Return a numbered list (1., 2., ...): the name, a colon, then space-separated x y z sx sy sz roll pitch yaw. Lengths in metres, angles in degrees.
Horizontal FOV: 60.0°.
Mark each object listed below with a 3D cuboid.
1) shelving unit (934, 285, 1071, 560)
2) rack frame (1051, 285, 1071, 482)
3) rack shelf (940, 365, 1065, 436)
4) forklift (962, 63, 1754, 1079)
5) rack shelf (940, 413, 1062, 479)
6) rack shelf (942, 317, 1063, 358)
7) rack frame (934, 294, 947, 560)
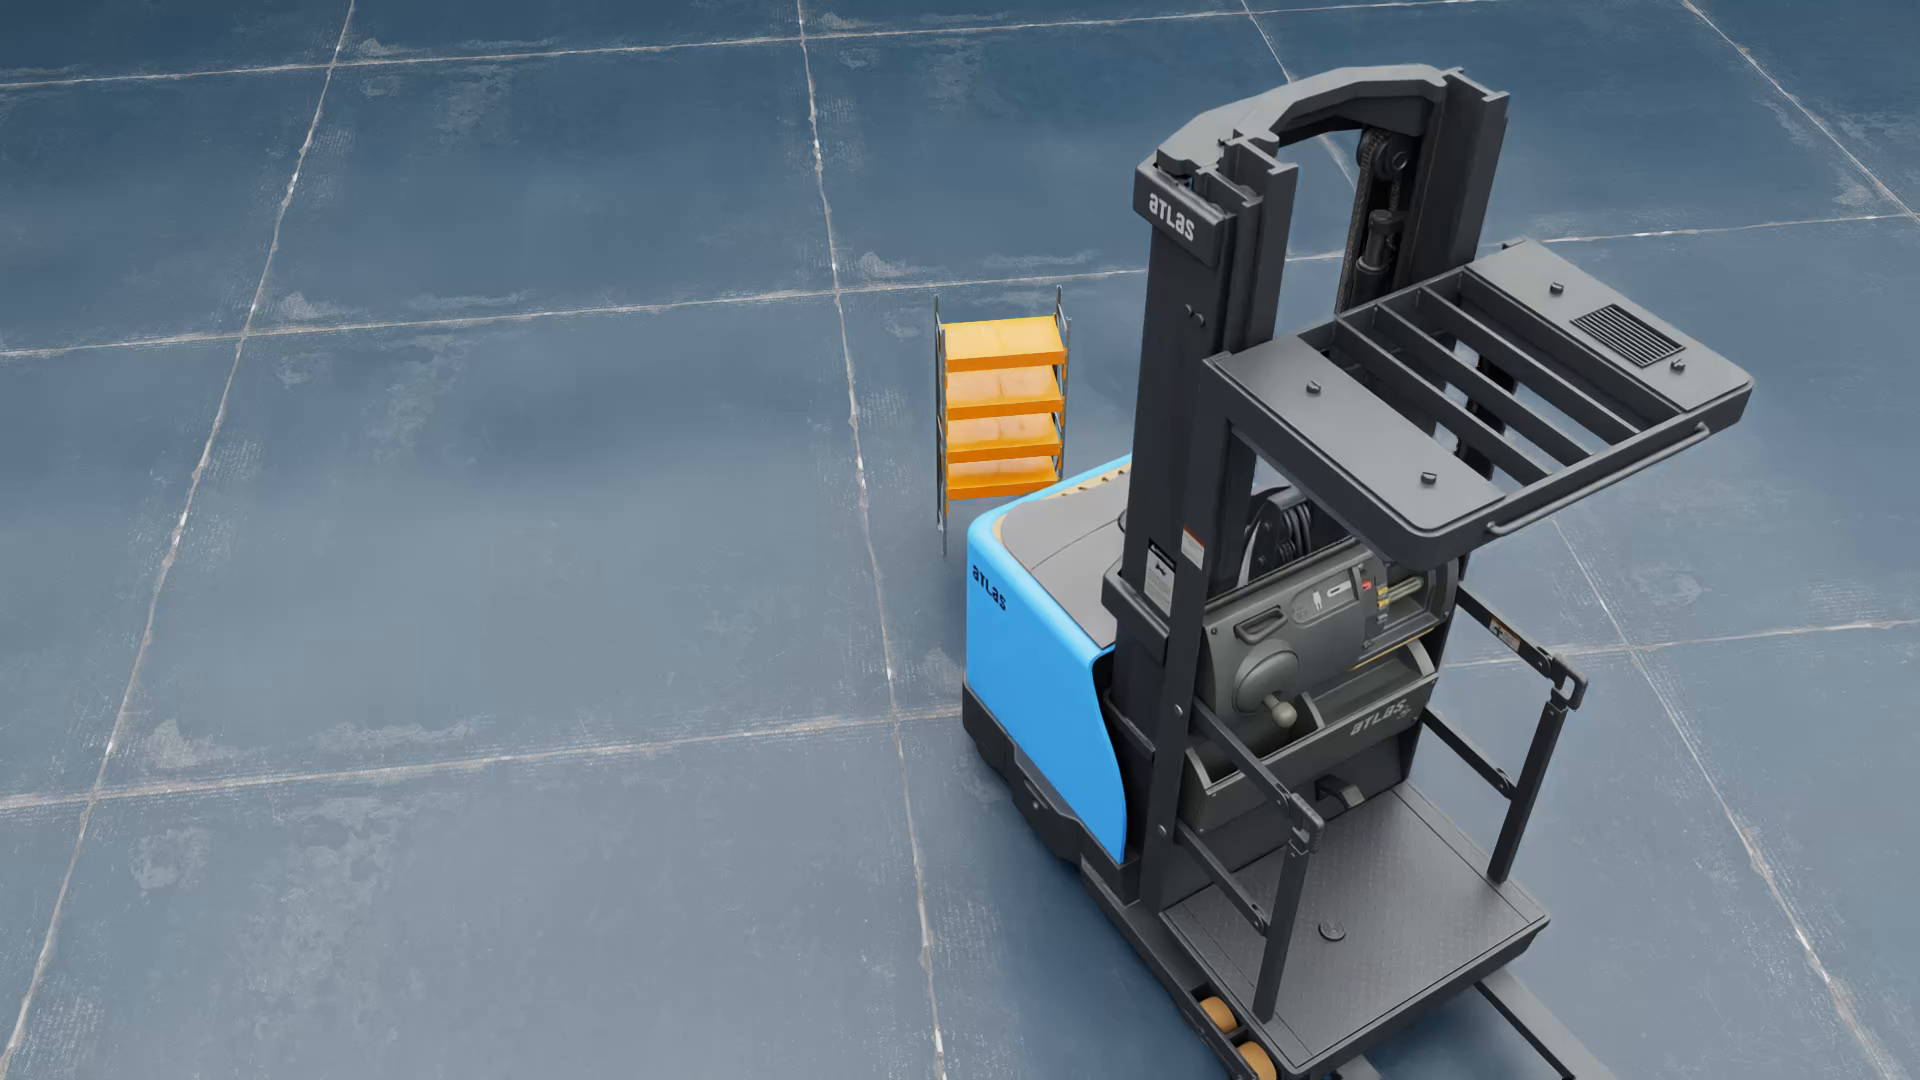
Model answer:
1. shelving unit: 0.164 -0.460 6.864 0.503 1.200 0.258 -5 42 -6
2. rack frame: 0.406 -0.481 6.888 0.015 1.200 0.240 -5 42 -6
3. rack shelf: 0.164 -0.576 6.759 0.480 0.148 0.258 -5 42 -6
4. forklift: 1.207 0.312 4.716 1.130 2.935 3.031 -22 47 -23
5. rack shelf: 0.164 -0.410 6.909 0.480 0.148 0.258 -5 42 -6
6. rack shelf: 0.164 -0.781 6.575 0.457 0.050 0.221 -5 42 -6
7. rack frame: -0.078 -0.439 6.841 0.015 1.200 0.240 -5 42 -6
